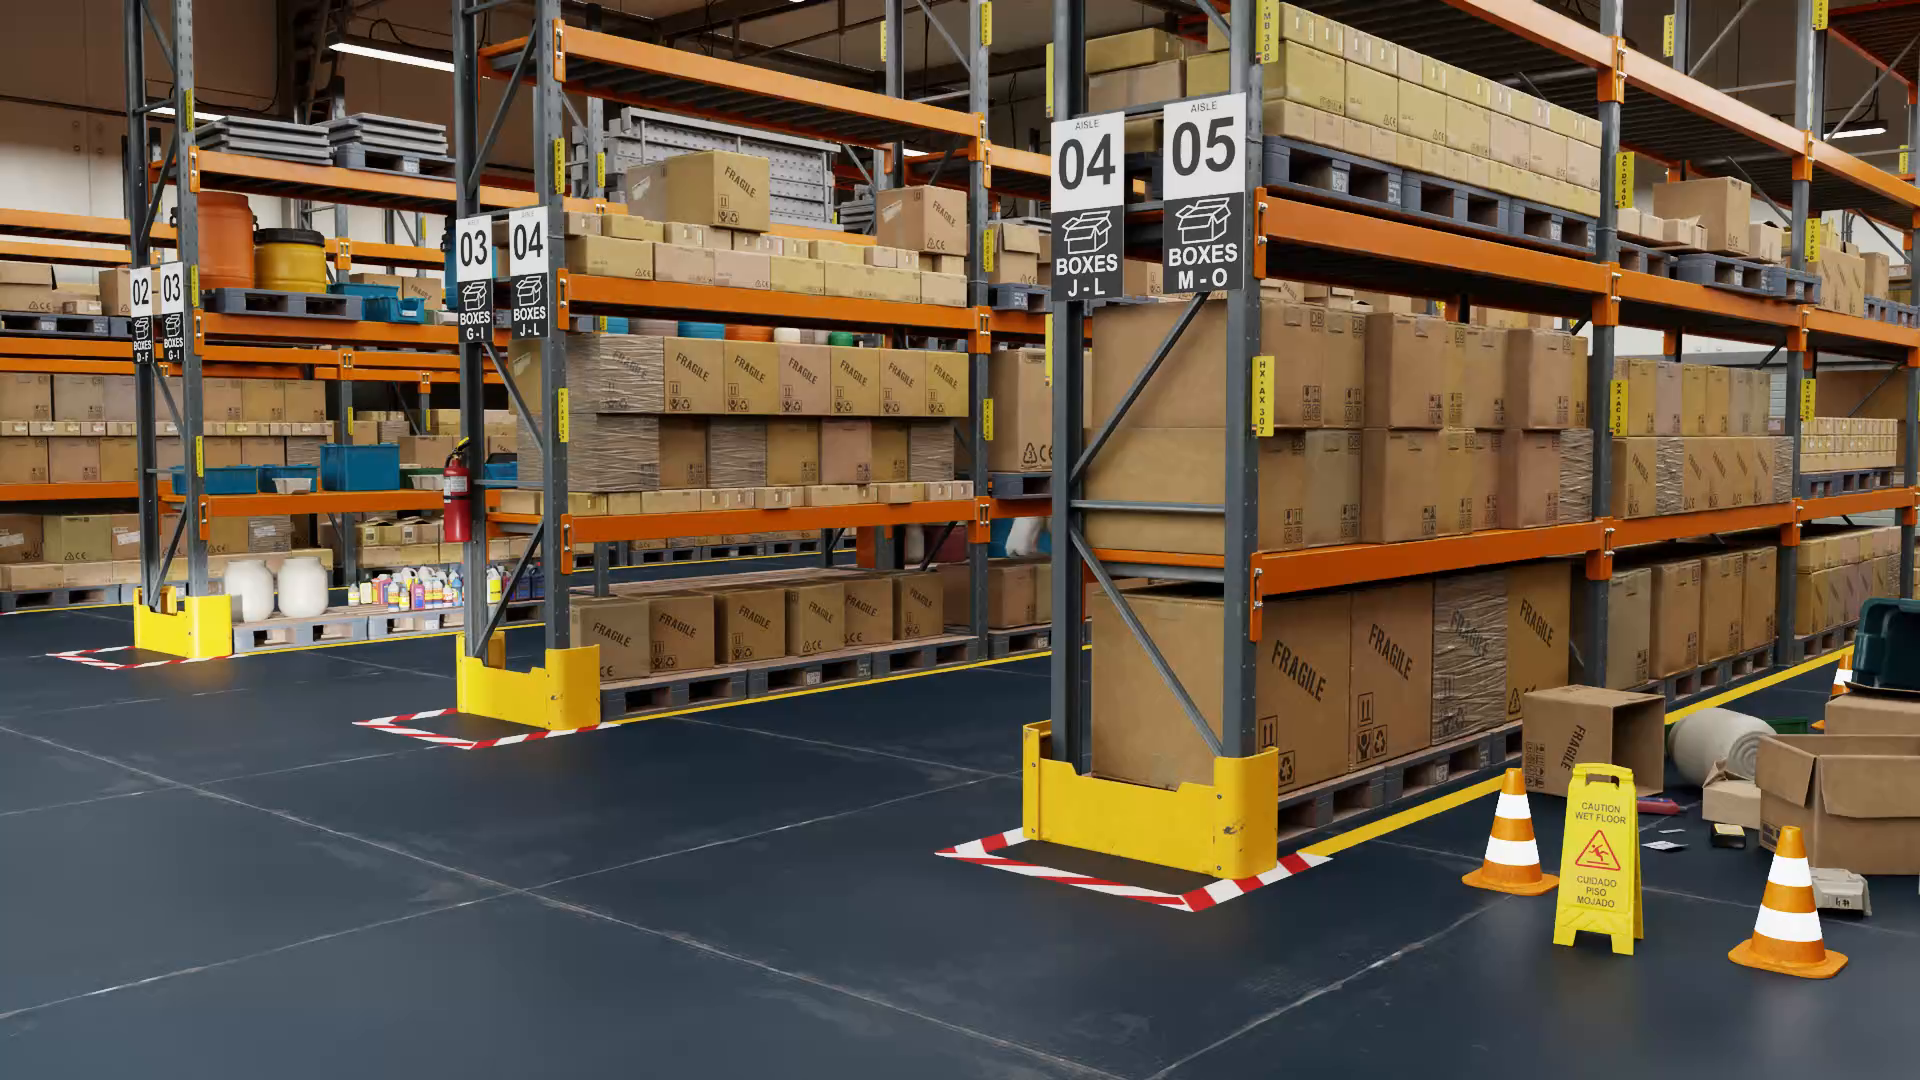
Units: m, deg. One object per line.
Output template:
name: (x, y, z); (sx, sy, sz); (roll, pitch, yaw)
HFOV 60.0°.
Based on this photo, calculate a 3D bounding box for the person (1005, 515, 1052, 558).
person: (0.726, 0.122, 16.697); (0.493, 1.278, 0.693); (3, 5, 41)
